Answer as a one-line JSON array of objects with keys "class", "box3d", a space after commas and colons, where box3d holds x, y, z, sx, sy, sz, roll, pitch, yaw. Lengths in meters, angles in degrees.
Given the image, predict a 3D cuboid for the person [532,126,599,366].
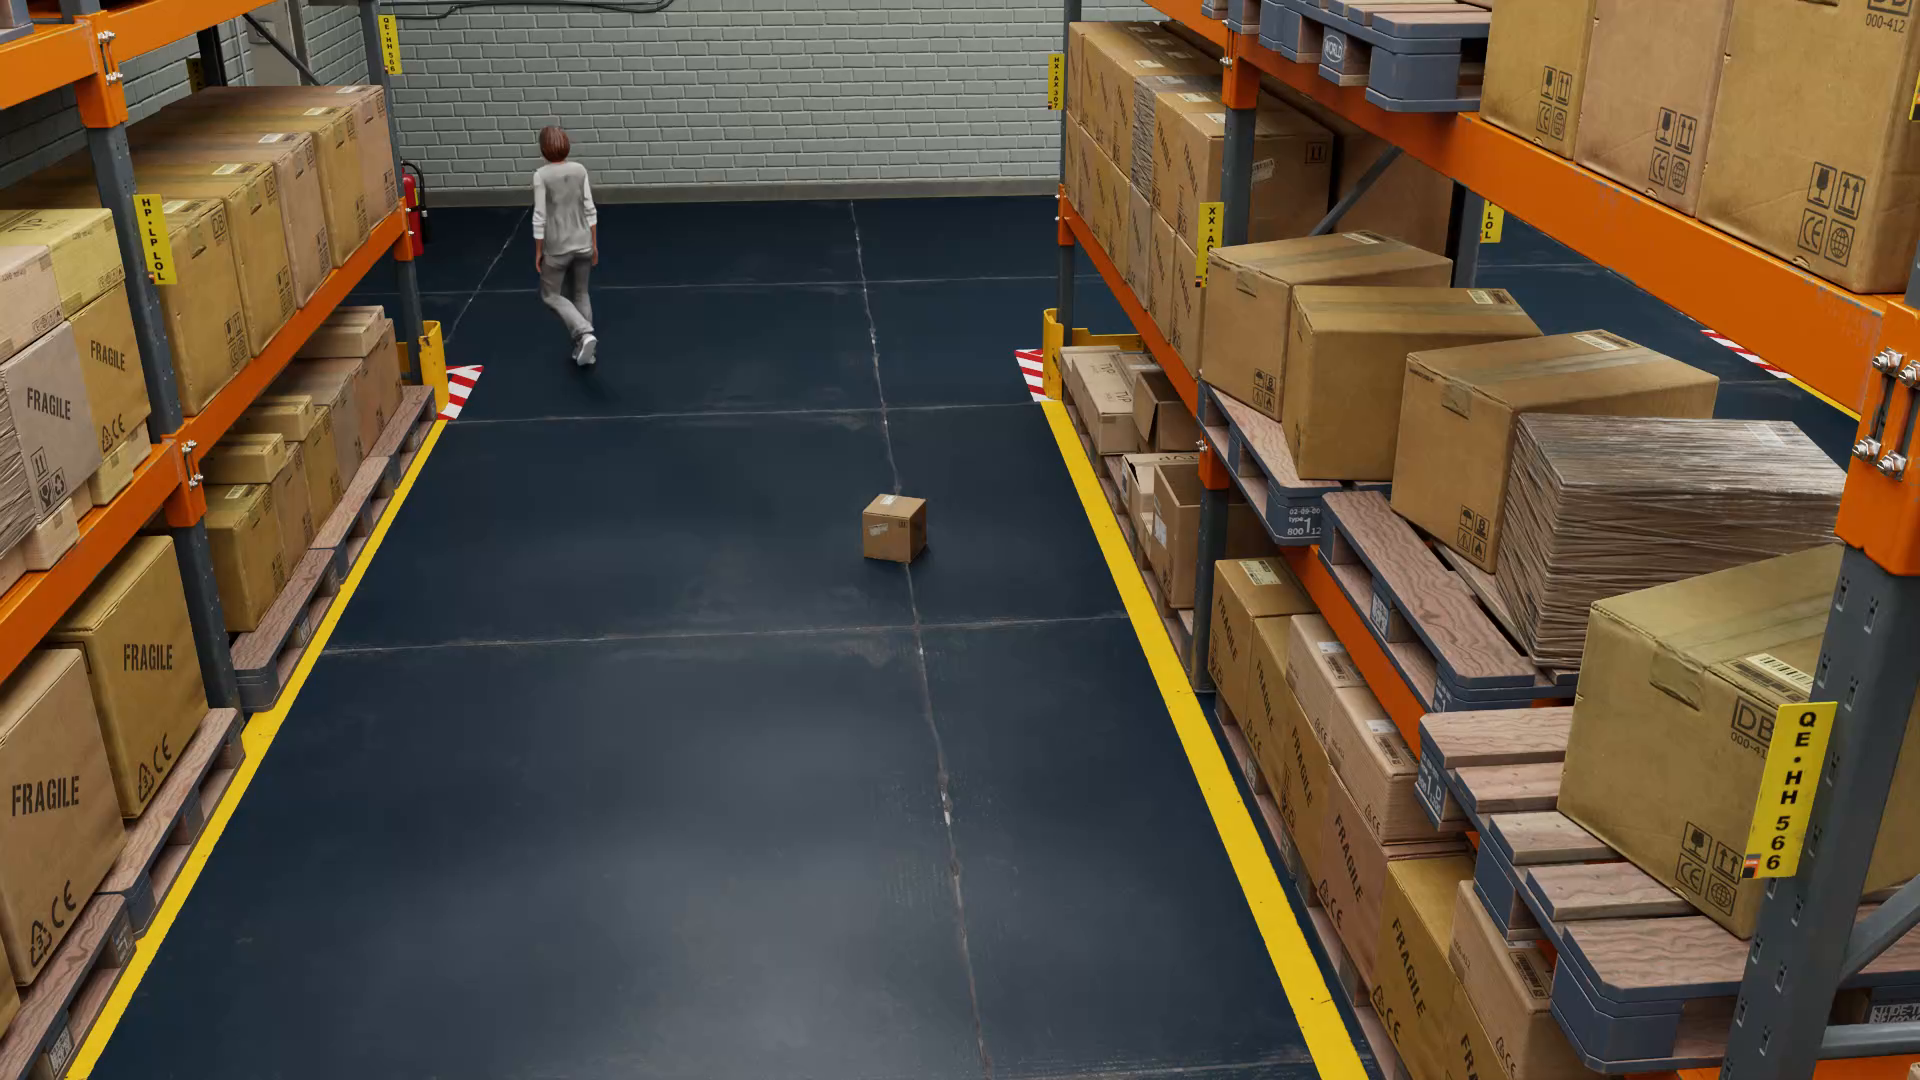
[{"class": "person", "box3d": [-2.524, -1.865, 10.742, 0.439, 1.588, 0.545, -18, 30, -35]}]
